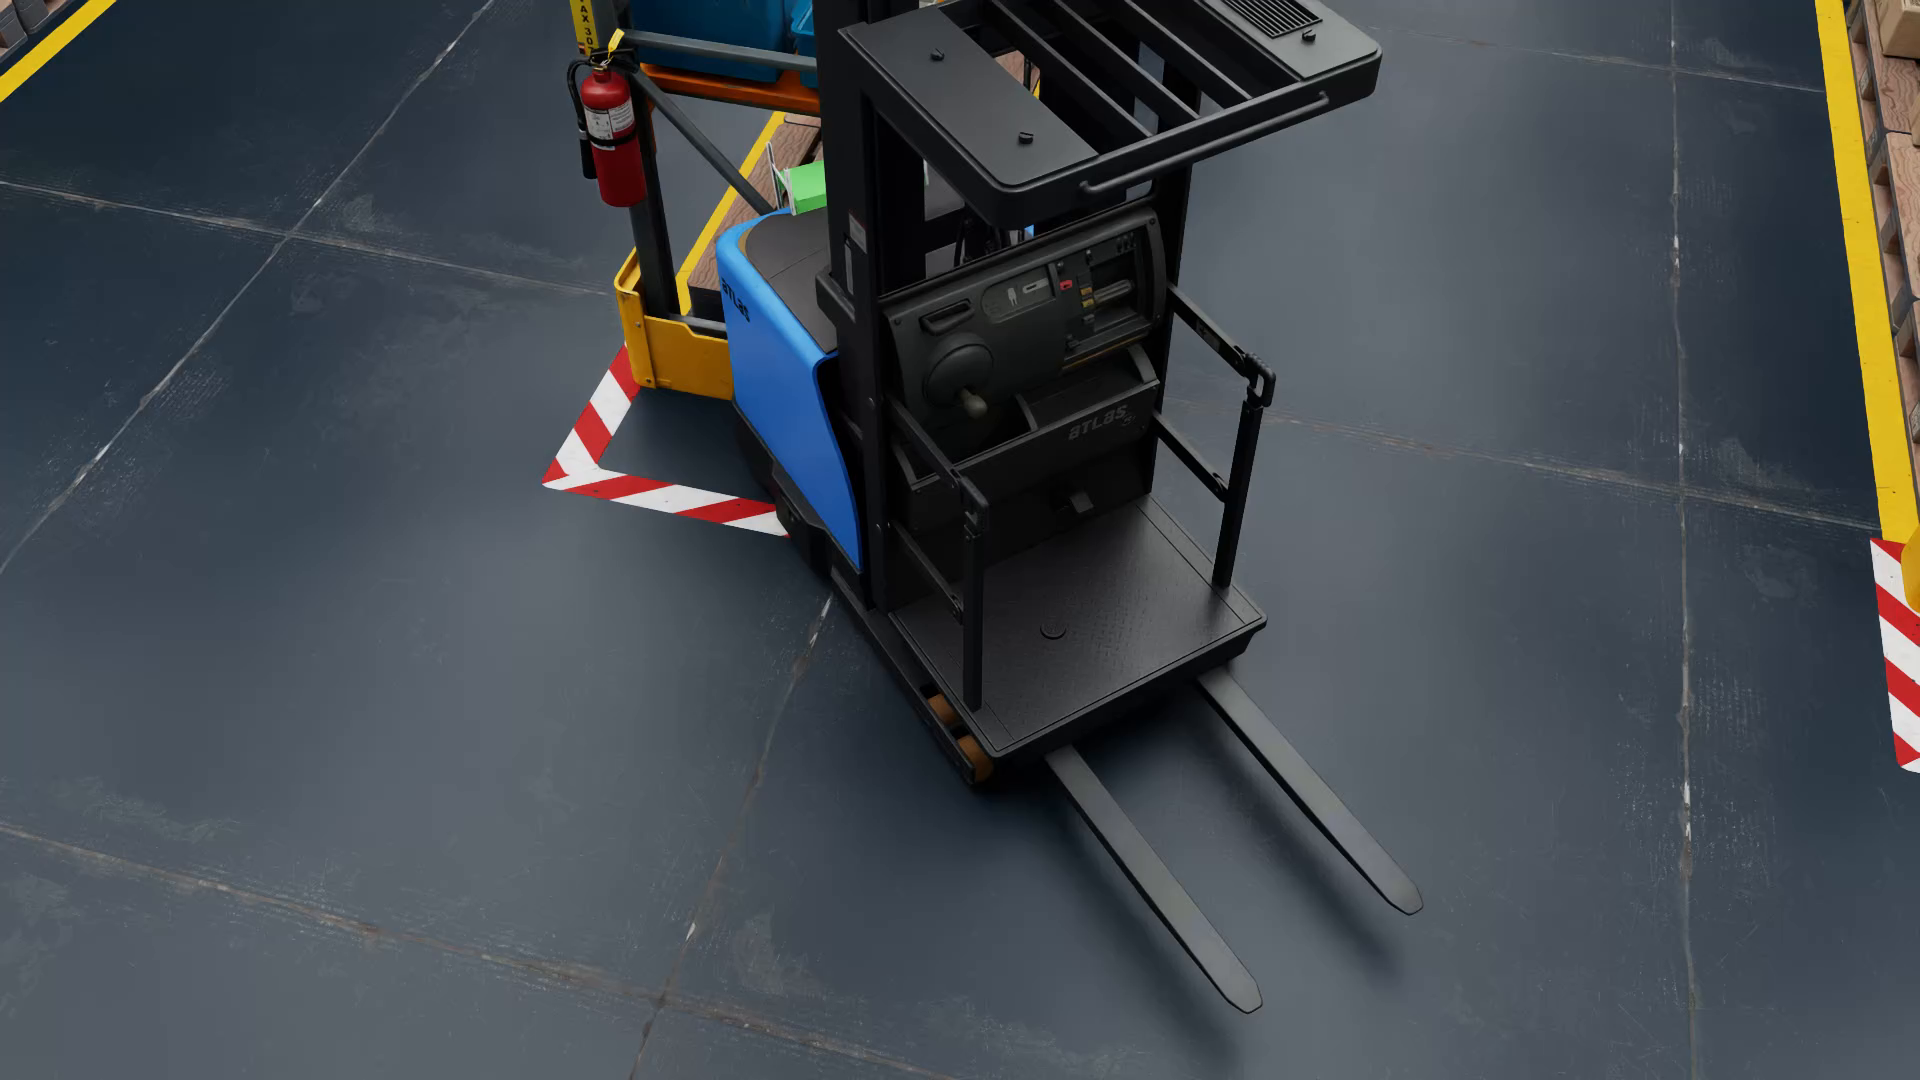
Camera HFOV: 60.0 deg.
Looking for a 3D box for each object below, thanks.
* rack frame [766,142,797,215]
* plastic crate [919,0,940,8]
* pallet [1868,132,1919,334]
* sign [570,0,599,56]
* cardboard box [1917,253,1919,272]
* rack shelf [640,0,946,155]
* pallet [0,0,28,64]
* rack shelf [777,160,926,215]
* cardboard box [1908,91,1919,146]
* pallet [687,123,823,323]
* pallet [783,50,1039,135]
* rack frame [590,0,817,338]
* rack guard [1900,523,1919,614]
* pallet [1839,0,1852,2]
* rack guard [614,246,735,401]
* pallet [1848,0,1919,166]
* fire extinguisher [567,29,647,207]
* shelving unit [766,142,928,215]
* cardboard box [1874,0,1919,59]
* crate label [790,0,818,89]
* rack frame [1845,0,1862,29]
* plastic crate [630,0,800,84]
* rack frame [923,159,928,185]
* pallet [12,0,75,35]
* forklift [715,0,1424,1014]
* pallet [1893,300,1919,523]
[{"bbox_3d":[-0.577,-0.872,6.142,0.015,1.200,0.240,-18,41,-13],"label":"rack frame"},{"bbox_3d":[-0.211,-1.926,6.085,0.250,0.136,0.298,12,50,10],"label":"plastic crate"},{"bbox_3d":[4.572,-1.272,7.232,1.003,0.211,1.213,12,50,10],"label":"pallet"},{"bbox_3d":[-1.293,-1.815,5.742,0.100,0.325,0.005,12,50,10],"label":"sign"},{"bbox_3d":[4.204,-1.042,6.710,0.500,0.250,0.500,12,50,10],"label":"cardboard box"},{"bbox_3d":[-0.232,-2.872,7.264,1.077,0.370,4.000,12,50,10],"label":"rack shelf"},{"bbox_3d":[-5.401,-2.312,8.150,1.003,0.211,1.213,12,50,10],"label":"pallet"},{"bbox_3d":[-0.390,-1.262,5.929,0.480,0.148,0.258,-18,41,-13],"label":"rack shelf"},{"bbox_3d":[4.535,-1.896,7.519,0.380,0.166,0.250,12,50,10],"label":"cardboard box"},{"bbox_3d":[-0.503,-1.330,7.283,1.003,0.211,1.213,12,50,10],"label":"pallet"},{"bbox_3d":[-0.180,-2.210,8.059,1.003,0.211,1.213,12,50,10],"label":"pallet"},{"bbox_3d":[-0.758,-1.664,5.718,1.000,3.000,0.127,12,50,10],"label":"rack frame"},{"bbox_3d":[4.040,0.089,5.838,1.175,0.500,0.348,12,50,10],"label":"rack guard"},{"bbox_3d":[5.250,-3.250,8.978,1.003,0.211,1.213,12,50,10],"label":"pallet"},{"bbox_3d":[-0.752,-0.817,6.637,1.175,0.500,0.348,12,50,10],"label":"rack guard"},{"bbox_3d":[4.891,-2.157,8.014,1.003,0.211,1.213,12,50,10],"label":"pallet"},{"bbox_3d":[-1.236,-1.495,5.869,0.296,0.674,0.183,12,50,10],"label":"fire extinguisher"},{"bbox_3d":[-0.351,-0.946,6.196,0.503,1.200,0.258,-18,41,-13],"label":"shelving unit"},{"bbox_3d":[4.753,-2.572,8.019,0.500,0.311,0.500,12,50,10],"label":"cardboard box"},{"bbox_3d":[-0.375,-1.742,5.858,0.416,0.233,0.303,12,50,10],"label":"crate label"},{"bbox_3d":[5.073,-3.577,7.406,1.000,3.000,0.127,12,50,10],"label":"rack frame"},{"bbox_3d":[-0.850,-1.974,5.928,0.616,0.435,0.499,12,50,10],"label":"plastic crate"},{"bbox_3d":[-0.125,-1.020,6.251,0.015,1.200,0.240,-18,41,-13],"label":"rack frame"},{"bbox_3d":[-5.078,-3.192,8.926,1.003,0.211,1.213,12,50,10],"label":"pallet"},{"bbox_3d":[0.325,-0.566,4.795,1.130,2.935,3.031,-24,53,-20],"label":"forklift"},{"bbox_3d":[4.249,-0.393,6.456,1.003,0.211,1.213,12,50,10],"label":"pallet"}]
